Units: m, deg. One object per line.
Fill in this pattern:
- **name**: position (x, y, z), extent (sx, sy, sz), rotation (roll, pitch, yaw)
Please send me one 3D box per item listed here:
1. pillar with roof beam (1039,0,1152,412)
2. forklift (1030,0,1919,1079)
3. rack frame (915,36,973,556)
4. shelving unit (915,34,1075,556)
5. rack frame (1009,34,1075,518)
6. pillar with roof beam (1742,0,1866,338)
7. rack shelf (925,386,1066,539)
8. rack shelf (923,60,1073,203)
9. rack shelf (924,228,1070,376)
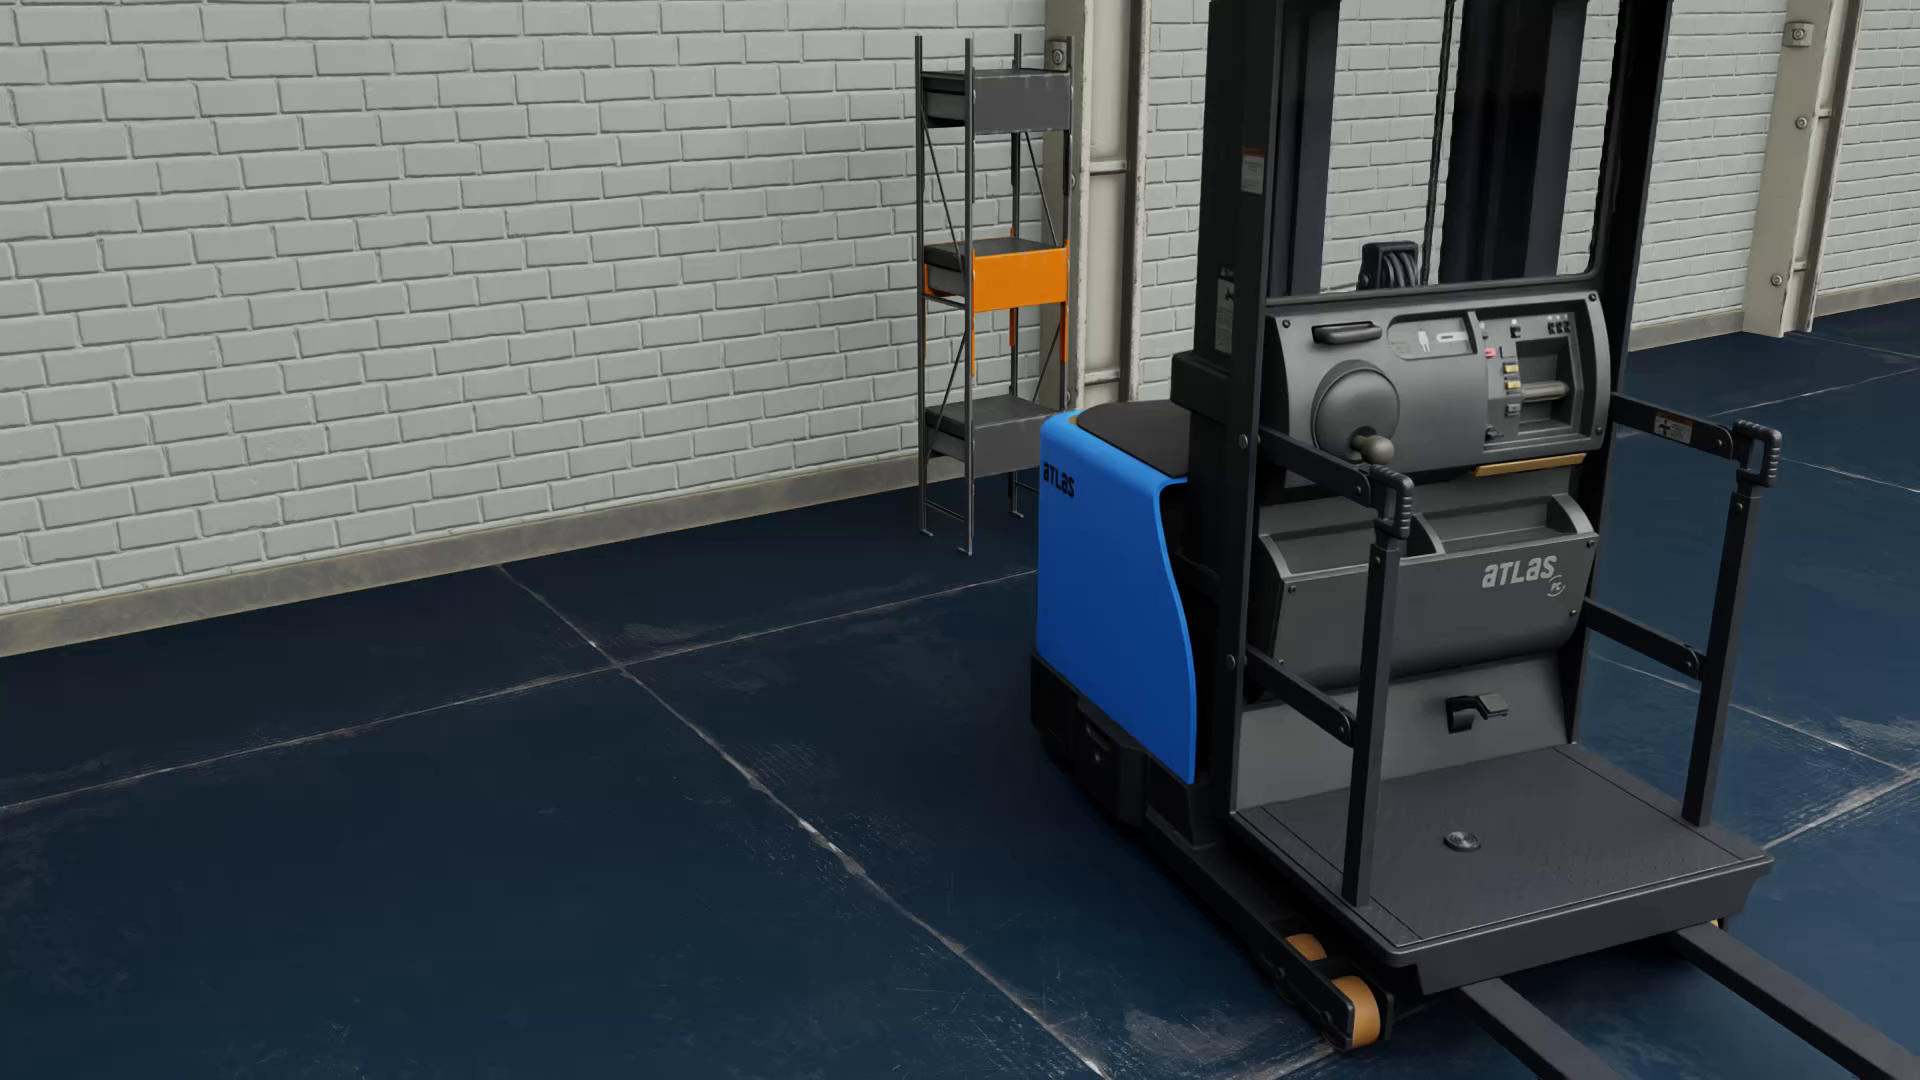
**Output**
- **pillar with roof beam**: position (3.010, -3.507, 3.569), extent (0.400, 9.000, 9.100), rotation (-12, 22, -31)
- **forklift**: position (1.244, -0.376, 3.781), extent (1.130, 2.935, 3.031), rotation (-7, 20, -21)
- **rack frame**: position (-0.066, -0.981, 6.868), extent (0.015, 2.100, 0.400), rotation (-12, 22, -31)
- **shelving unit**: position (0.138, -1.024, 6.995), extent (0.503, 2.100, 0.431), rotation (-12, 22, -31)
- **rack frame**: position (0.342, -1.067, 7.122), extent (0.015, 2.100, 0.400), rotation (-12, 22, -31)
- **pillar with roof beam**: position (8.021, -4.564, 6.695), extent (0.400, 9.000, 9.100), rotation (-12, 22, -31)
- **rack shelf**: position (0.138, -0.348, 7.223), extent (0.480, 0.518, 0.431), rotation (-12, 22, -31)
- **rack shelf**: position (0.138, -1.674, 6.775), extent (0.480, 0.518, 0.431), rotation (-12, 22, -31)
- **rack shelf**: position (0.138, -1.011, 6.999), extent (0.480, 0.518, 0.431), rotation (-12, 22, -31)
